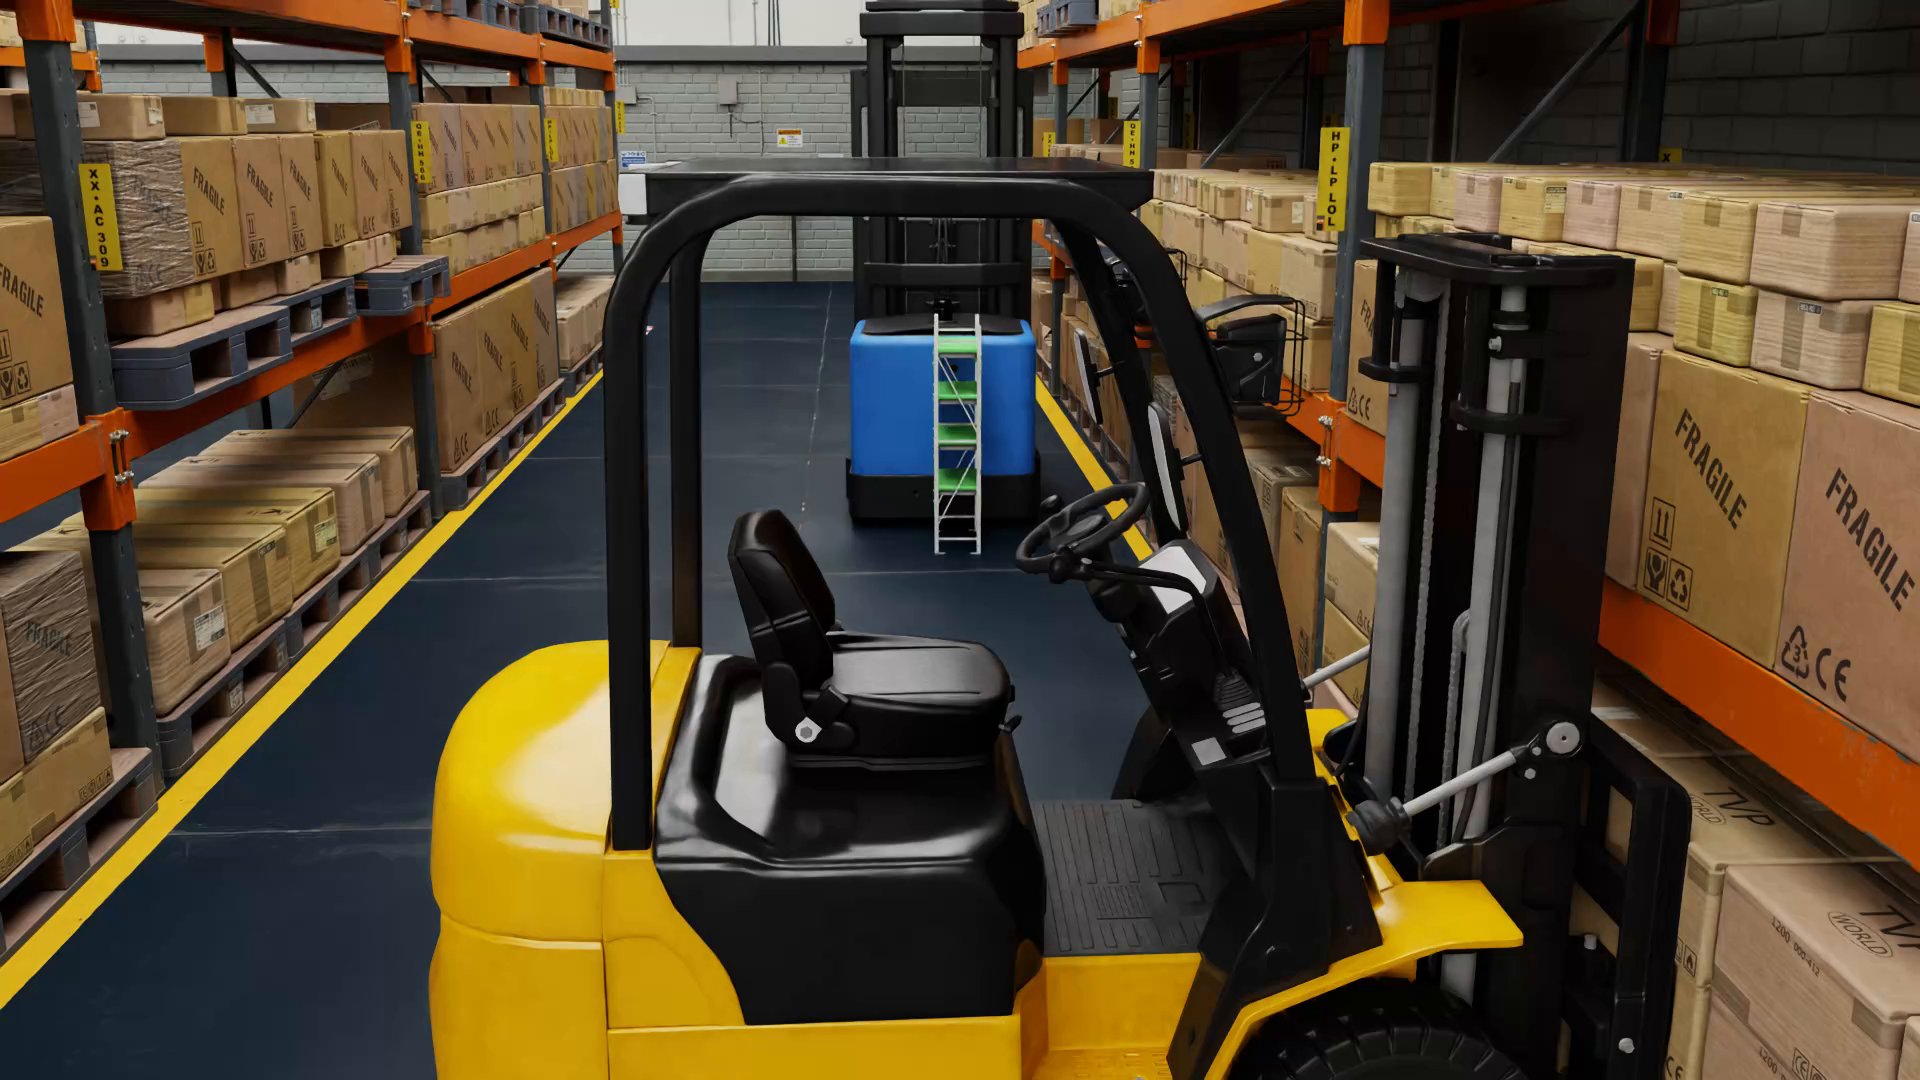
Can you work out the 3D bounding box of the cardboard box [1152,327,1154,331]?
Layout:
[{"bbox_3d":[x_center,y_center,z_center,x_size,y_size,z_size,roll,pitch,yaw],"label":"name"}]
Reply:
[{"bbox_3d":[1.205,-1.331,11.051,0.380,0.149,0.250,-1,14,-4],"label":"cardboard box"}]

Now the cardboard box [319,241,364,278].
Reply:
[{"bbox_3d":[-3.015,-1.311,7.763,0.380,0.149,0.250,-1,14,-2],"label":"cardboard box"}]

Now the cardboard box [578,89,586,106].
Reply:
[{"bbox_3d":[-3.598,-3.999,15.041,0.380,0.149,0.250,-1,14,-2],"label":"cardboard box"}]

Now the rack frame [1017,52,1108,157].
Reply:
[{"bbox_3d":[1.000,-3.633,17.125,1.000,3.000,0.127,-1,14,-3],"label":"rack frame"}]

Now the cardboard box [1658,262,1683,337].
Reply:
[{"bbox_3d":[1.661,-0.480,3.370,0.380,0.149,0.250,-1,14,-4],"label":"cardboard box"}]

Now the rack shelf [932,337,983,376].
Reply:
[{"bbox_3d":[-0.015,-0.971,8.722,0.258,0.148,0.480,0,14,-1],"label":"rack shelf"}]

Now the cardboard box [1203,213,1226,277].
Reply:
[{"bbox_3d":[1.381,-1.317,7.422,0.500,0.250,0.500,-1,14,-3],"label":"cardboard box"}]

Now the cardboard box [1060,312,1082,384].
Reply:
[{"bbox_3d":[1.054,-1.507,13.037,0.500,0.500,0.500,0,14,-1],"label":"cardboard box"}]

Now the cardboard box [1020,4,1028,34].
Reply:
[{"bbox_3d":[0.826,-4.789,15.302,0.500,0.250,0.500,-1,14,-5],"label":"cardboard box"}]

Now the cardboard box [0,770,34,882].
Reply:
[{"bbox_3d":[-2.862,0.833,4.446,0.500,0.250,0.500,-1,14,-5],"label":"cardboard box"}]

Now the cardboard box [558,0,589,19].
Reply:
[{"bbox_3d":[-3.836,-5.076,15.974,0.500,0.250,0.500,-2,15,-9],"label":"cardboard box"}]

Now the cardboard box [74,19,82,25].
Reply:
[{"bbox_3d":[-8.605,-4.965,15.582,0.500,0.250,0.500,-1,14,-5],"label":"cardboard box"}]

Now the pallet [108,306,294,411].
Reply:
[{"bbox_3d":[-3.112,-0.670,5.996,1.003,0.211,1.213,-1,14,-3],"label":"pallet"}]

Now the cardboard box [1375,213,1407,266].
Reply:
[{"bbox_3d":[1.501,-0.928,5.109,0.380,0.149,0.250,-1,14,-4],"label":"cardboard box"}]

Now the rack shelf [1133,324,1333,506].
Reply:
[{"bbox_3d":[1.620,-0.797,7.549,1.077,0.370,4.000,-1,14,-3],"label":"rack shelf"}]

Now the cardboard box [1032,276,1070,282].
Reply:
[{"bbox_3d":[0.958,-2.259,15.959,0.700,0.500,0.500,0,14,-1],"label":"cardboard box"}]

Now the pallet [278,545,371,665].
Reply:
[{"bbox_3d":[-3.338,0.282,7.507,1.003,0.211,1.213,-1,14,-3],"label":"pallet"}]

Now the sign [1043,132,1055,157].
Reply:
[{"bbox_3d":[0.707,-3.047,13.111,0.100,0.325,0.005,-1,14,-3],"label":"sign"}]

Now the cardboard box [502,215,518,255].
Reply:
[{"bbox_3d":[-3.384,-2.128,11.577,0.500,0.250,0.500,-1,14,-5],"label":"cardboard box"}]

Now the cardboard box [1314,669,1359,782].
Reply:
[{"bbox_3d":[1.443,0.605,5.329,0.500,0.250,0.500,-1,14,-3],"label":"cardboard box"}]

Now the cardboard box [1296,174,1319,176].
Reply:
[{"bbox_3d":[1.886,-1.739,8.264,0.380,0.149,0.250,-1,14,-5],"label":"cardboard box"}]

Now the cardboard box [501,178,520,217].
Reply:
[{"bbox_3d":[-3.359,-2.371,11.519,0.500,0.250,0.500,-1,14,-2],"label":"cardboard box"}]

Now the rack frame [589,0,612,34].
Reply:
[{"bbox_3d":[-3.954,-6.460,16.076,1.000,3.000,0.127,-1,14,-3],"label":"rack frame"}]

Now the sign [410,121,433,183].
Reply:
[{"bbox_3d":[-2.917,-2.099,8.998,0.100,0.325,0.005,-1,14,-3],"label":"sign"}]

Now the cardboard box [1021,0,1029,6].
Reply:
[{"bbox_3d":[0.835,-5.033,15.249,0.500,0.250,0.500,-1,14,-4],"label":"cardboard box"}]

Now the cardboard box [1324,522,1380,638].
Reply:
[{"bbox_3d":[1.461,0.121,5.205,0.500,0.250,0.500,-1,14,-4],"label":"cardboard box"}]

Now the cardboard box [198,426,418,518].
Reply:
[{"bbox_3d":[-3.433,-0.356,8.819,0.950,0.372,0.625,-2,15,-7],"label":"cardboard box"}]

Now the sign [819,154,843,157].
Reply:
[{"bbox_3d":[-1.740,-4.966,22.500,0.329,0.494,0.001,-1,14,-3],"label":"sign"}]

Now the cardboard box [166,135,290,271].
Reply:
[{"bbox_3d":[-3.002,-1.335,6.556,0.500,0.500,0.500,-1,14,-4],"label":"cardboard box"}]

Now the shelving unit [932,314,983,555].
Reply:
[{"bbox_3d":[-0.015,-0.568,8.826,0.258,1.200,0.503,0,14,-1],"label":"shelving unit"}]

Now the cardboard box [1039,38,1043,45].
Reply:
[{"bbox_3d":[0.891,-4.372,14.484,0.380,0.149,0.250,-1,14,-3],"label":"cardboard box"}]

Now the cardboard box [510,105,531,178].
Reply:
[{"bbox_3d":[-3.388,-2.857,11.904,0.500,0.500,0.500,-1,14,-2],"label":"cardboard box"}]

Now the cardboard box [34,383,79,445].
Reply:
[{"bbox_3d":[-2.886,-0.374,4.964,0.380,0.149,0.250,-1,14,-4],"label":"cardboard box"}]

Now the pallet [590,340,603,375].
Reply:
[{"bbox_3d":[-3.753,-1.704,15.227,1.003,0.211,1.213,-1,14,-3],"label":"pallet"}]

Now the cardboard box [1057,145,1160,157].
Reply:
[{"bbox_3d":[1.087,-2.637,12.213,0.700,0.500,0.500,-1,14,-3],"label":"cardboard box"}]

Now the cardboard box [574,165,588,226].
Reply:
[{"bbox_3d":[-3.525,-2.978,14.382,0.500,0.500,0.500,-1,14,-3],"label":"cardboard box"}]

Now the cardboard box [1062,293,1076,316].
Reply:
[{"bbox_3d":[1.005,-1.851,13.075,0.380,0.149,0.250,0,14,-1],"label":"cardboard box"}]

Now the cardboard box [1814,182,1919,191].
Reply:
[{"bbox_3d":[2.097,-0.698,3.619,0.380,0.149,0.250,0,14,-2],"label":"cardboard box"}]

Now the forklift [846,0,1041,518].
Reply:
[{"bbox_3d":[-0.110,-1.850,10.333,1.130,2.935,3.031,0,14,-1],"label":"forklift"}]

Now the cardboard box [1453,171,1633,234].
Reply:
[{"bbox_3d":[1.512,-0.878,4.321,0.380,0.149,0.250,-1,14,-2],"label":"cardboard box"}]

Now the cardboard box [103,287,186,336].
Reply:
[{"bbox_3d":[-2.929,-0.795,5.757,0.380,0.149,0.250,-1,14,-3],"label":"cardboard box"}]

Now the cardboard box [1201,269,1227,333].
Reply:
[{"bbox_3d":[1.375,-1.074,7.482,0.500,0.250,0.500,0,14,-2],"label":"cardboard box"}]

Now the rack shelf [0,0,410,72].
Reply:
[{"bbox_3d":[-3.334,-2.172,6.874,1.077,0.370,4.000,-1,14,-3],"label":"rack shelf"}]

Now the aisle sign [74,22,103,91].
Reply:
[{"bbox_3d":[-8.593,-4.735,16.194,0.394,0.787,0.004,-1,14,-3],"label":"aisle sign"}]

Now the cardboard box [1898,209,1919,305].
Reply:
[{"bbox_3d":[1.728,-0.435,2.596,0.380,0.149,0.250,-1,14,-3],"label":"cardboard box"}]

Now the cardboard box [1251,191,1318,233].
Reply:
[{"bbox_3d":[1.356,-1.281,6.484,0.380,0.149,0.250,-1,14,-5],"label":"cardboard box"}]

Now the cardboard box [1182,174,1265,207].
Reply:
[{"bbox_3d":[1.310,-1.727,8.217,0.380,0.149,0.250,-1,14,-3],"label":"cardboard box"}]

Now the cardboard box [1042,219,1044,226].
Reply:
[{"bbox_3d":[0.898,-2.720,14.083,0.380,0.149,0.250,-1,14,-2],"label":"cardboard box"}]

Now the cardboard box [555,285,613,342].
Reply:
[{"bbox_3d":[-3.748,-2.128,15.575,0.875,0.438,0.875,0,14,-2],"label":"cardboard box"}]

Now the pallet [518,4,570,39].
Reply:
[{"bbox_3d":[-3.746,-4.174,13.386,1.003,0.211,1.213,-1,14,-3],"label":"pallet"}]

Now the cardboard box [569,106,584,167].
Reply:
[{"bbox_3d":[-3.539,-3.468,14.280,0.500,0.500,0.500,-1,14,-2],"label":"cardboard box"}]

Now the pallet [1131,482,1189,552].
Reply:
[{"bbox_3d":[1.508,-0.087,8.942,1.003,0.211,1.213,-1,14,-3],"label":"pallet"}]
